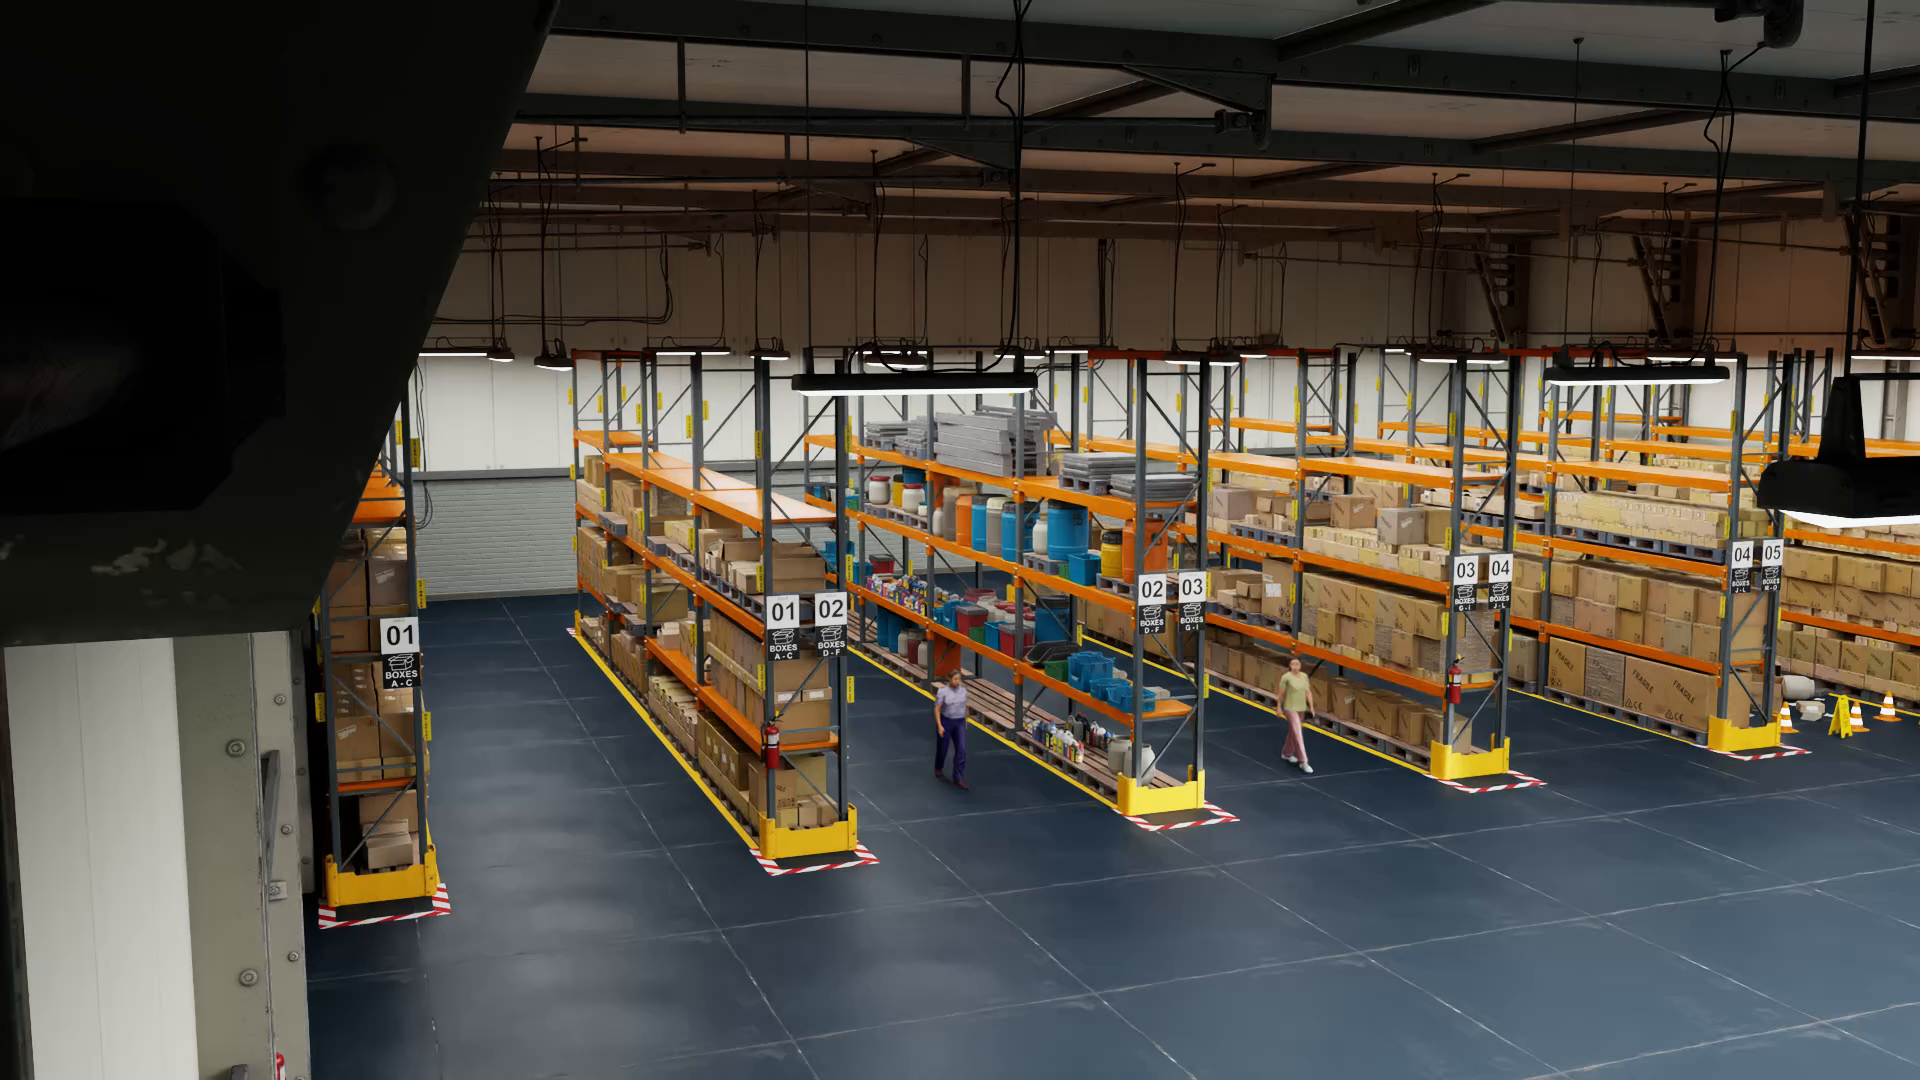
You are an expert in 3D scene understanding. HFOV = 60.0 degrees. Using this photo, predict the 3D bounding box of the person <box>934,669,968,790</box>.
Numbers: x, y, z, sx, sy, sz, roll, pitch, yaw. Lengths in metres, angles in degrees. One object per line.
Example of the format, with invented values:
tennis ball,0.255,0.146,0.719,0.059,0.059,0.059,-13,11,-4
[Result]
person,-0.094,2.631,23.423,0.557,1.623,0.822,-3,8,-26

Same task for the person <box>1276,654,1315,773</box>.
person,4.933,2.491,24.224,0.483,1.639,0.857,-3,8,-23
